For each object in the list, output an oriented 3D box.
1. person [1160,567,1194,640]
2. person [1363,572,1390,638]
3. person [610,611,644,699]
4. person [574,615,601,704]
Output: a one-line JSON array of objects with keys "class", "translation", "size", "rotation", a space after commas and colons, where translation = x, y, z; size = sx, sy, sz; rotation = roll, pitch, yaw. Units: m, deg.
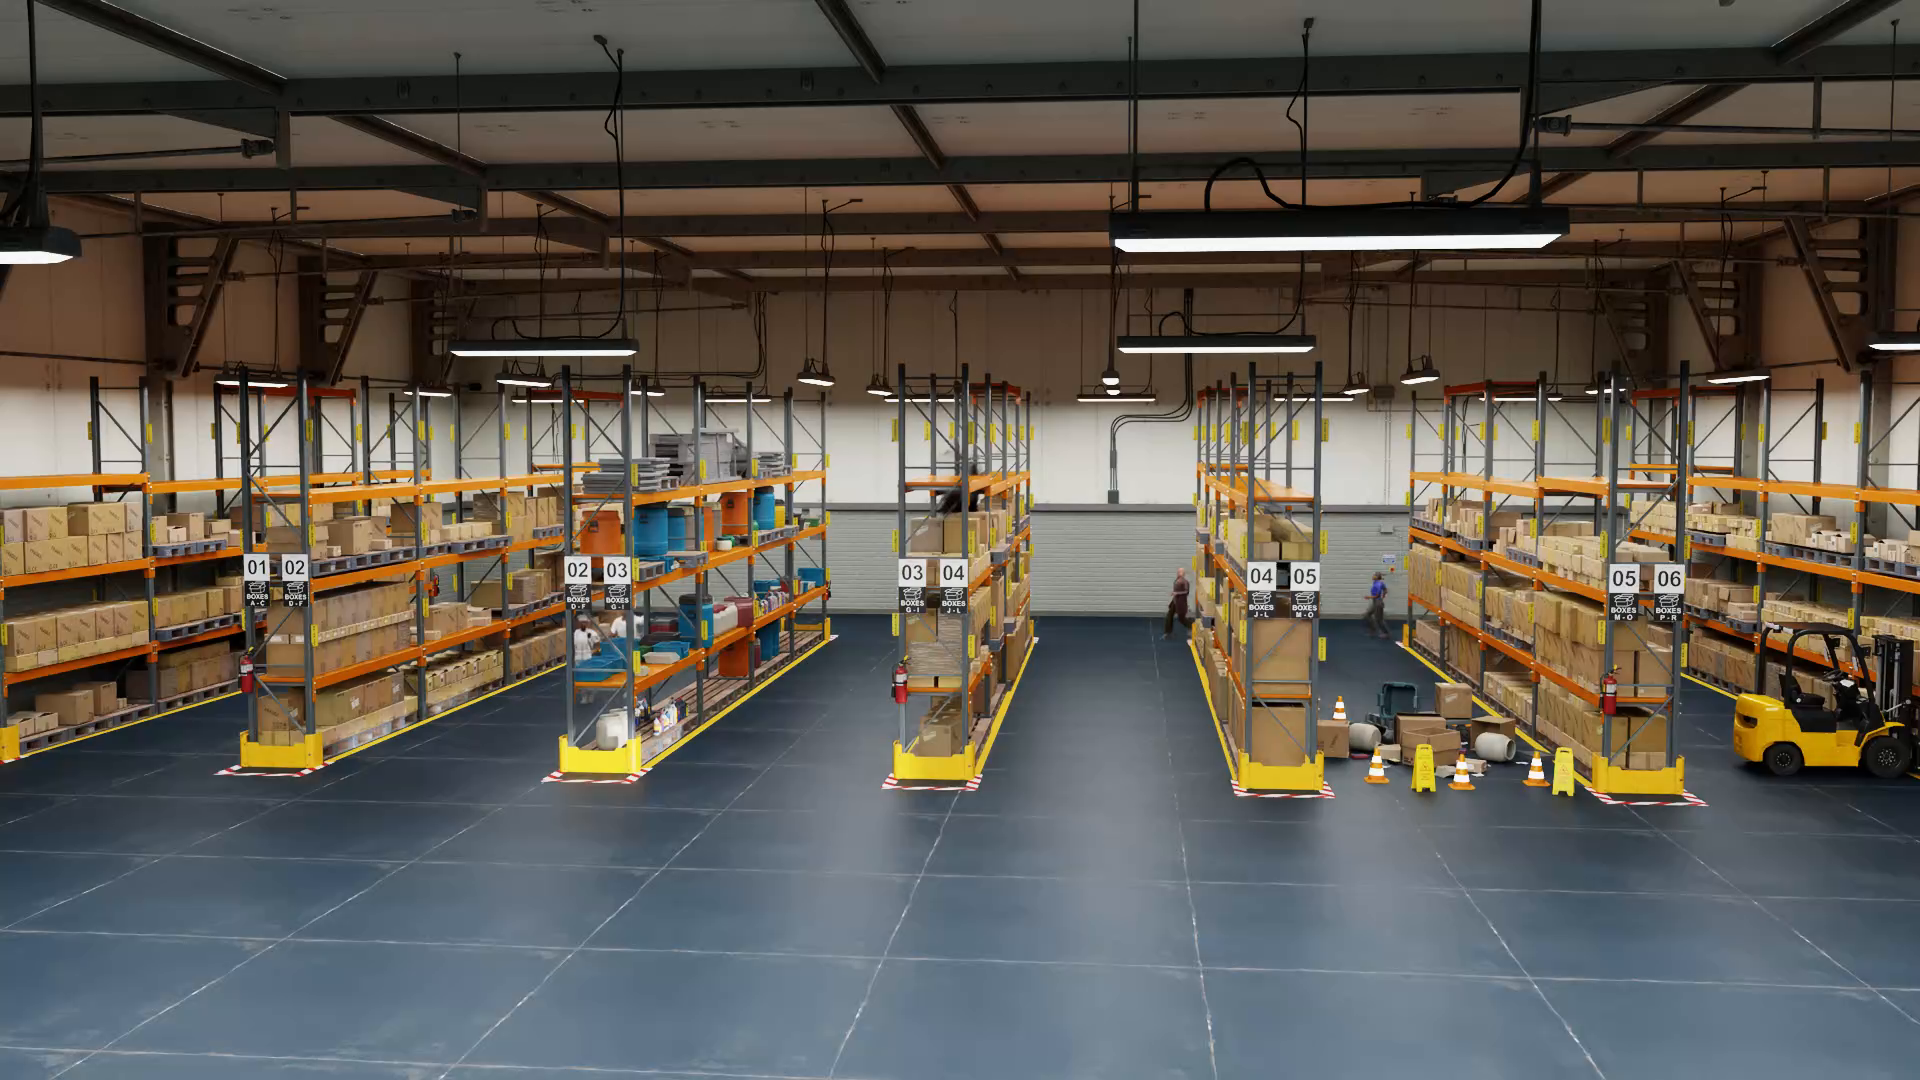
[{"class": "person", "translation": [5.382, 1.550, 40.347], "size": [0.994, 1.792, 0.737], "rotation": [-1, 4, -18]}, {"class": "person", "translation": [10.141, 1.583, 40.405], "size": [0.657, 1.628, 0.564], "rotation": [0, 4, 7]}, {"class": "person", "translation": [-6.320, 2.075, 31.797], "size": [0.712, 1.785, 0.986], "rotation": [1, 4, 10]}, {"class": "person", "translation": [-6.912, 2.201, 30.551], "size": [0.563, 1.663, 0.572], "rotation": [0, 4, 0]}]
